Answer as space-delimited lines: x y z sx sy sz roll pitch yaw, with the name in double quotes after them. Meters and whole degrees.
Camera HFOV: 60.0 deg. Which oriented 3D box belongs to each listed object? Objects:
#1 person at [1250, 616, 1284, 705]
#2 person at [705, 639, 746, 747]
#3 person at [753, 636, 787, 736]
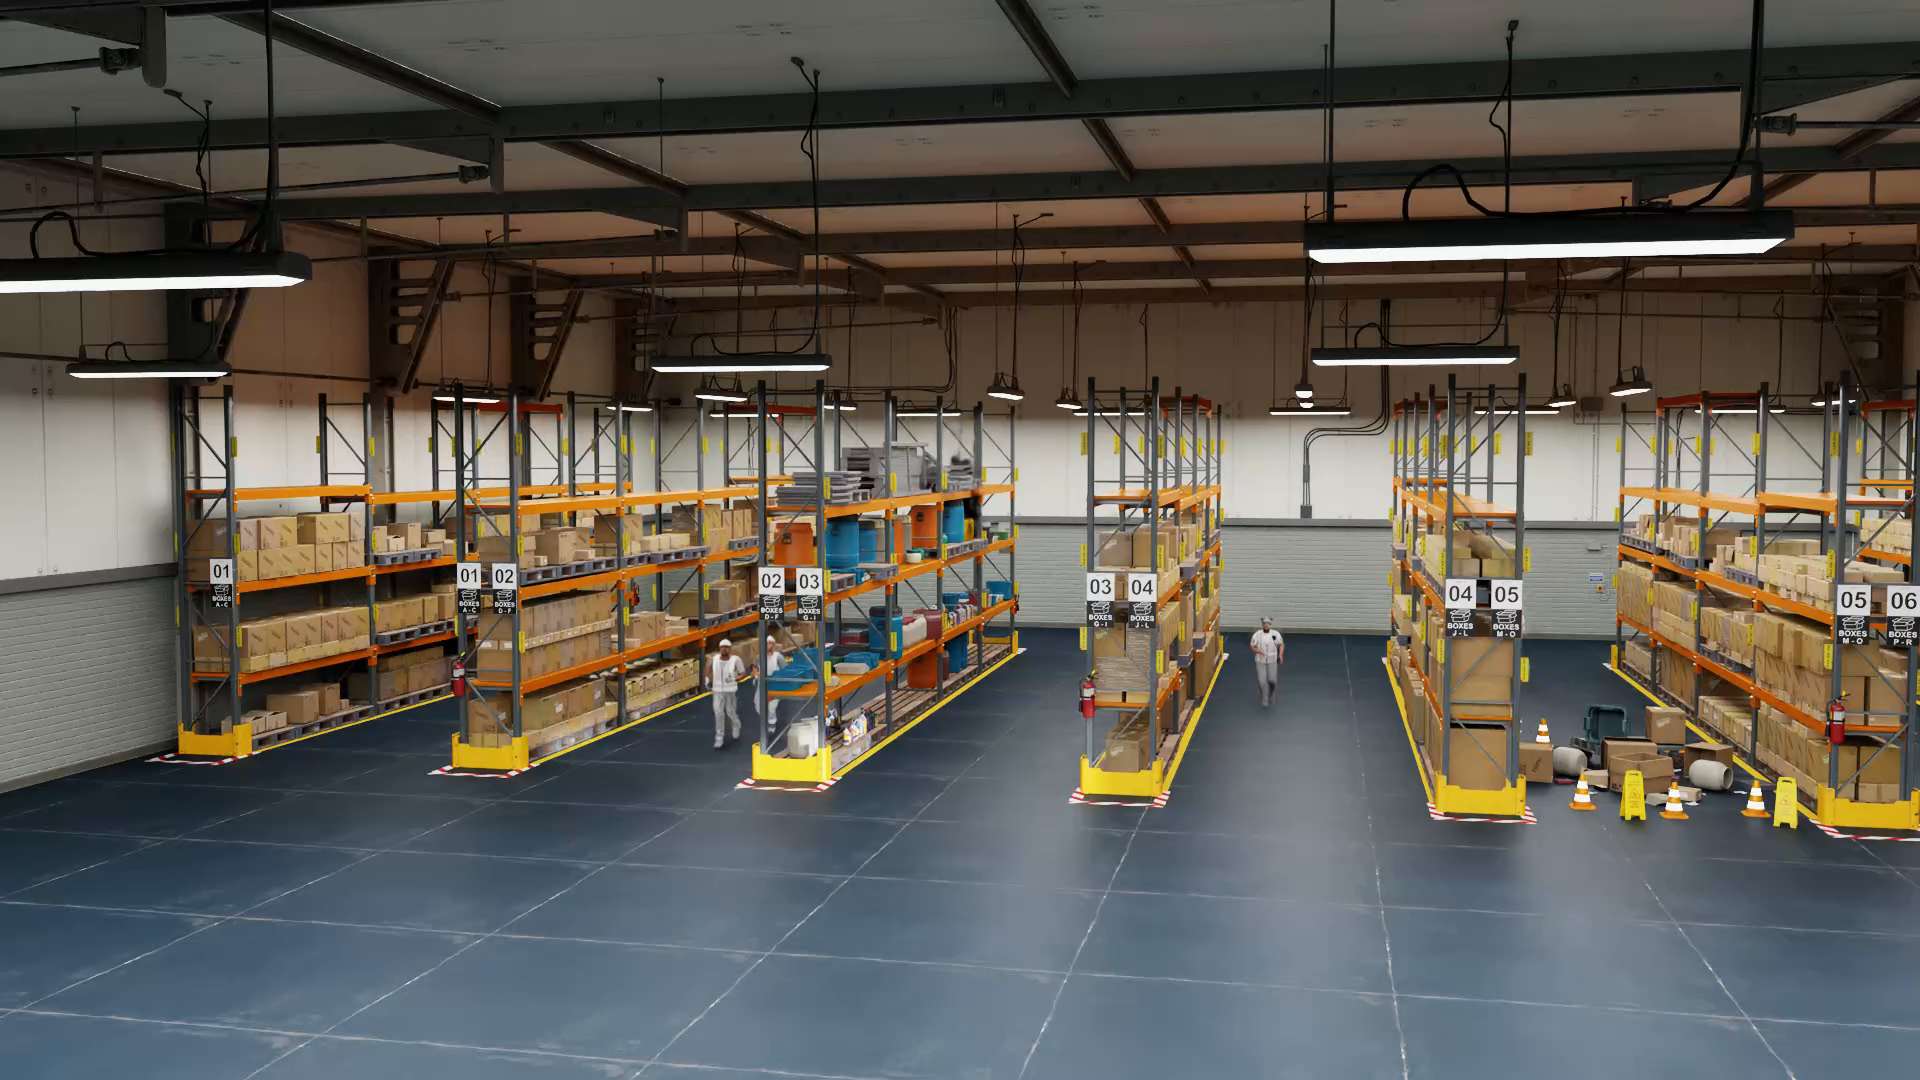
5.919 2.334 32.037 0.652 1.743 0.602 1 3 11 "person"
-3.949 2.537 27.862 0.709 1.750 1.013 0 3 4 "person"
-3.310 2.520 28.603 0.647 1.740 0.588 0 3 8 "person"
